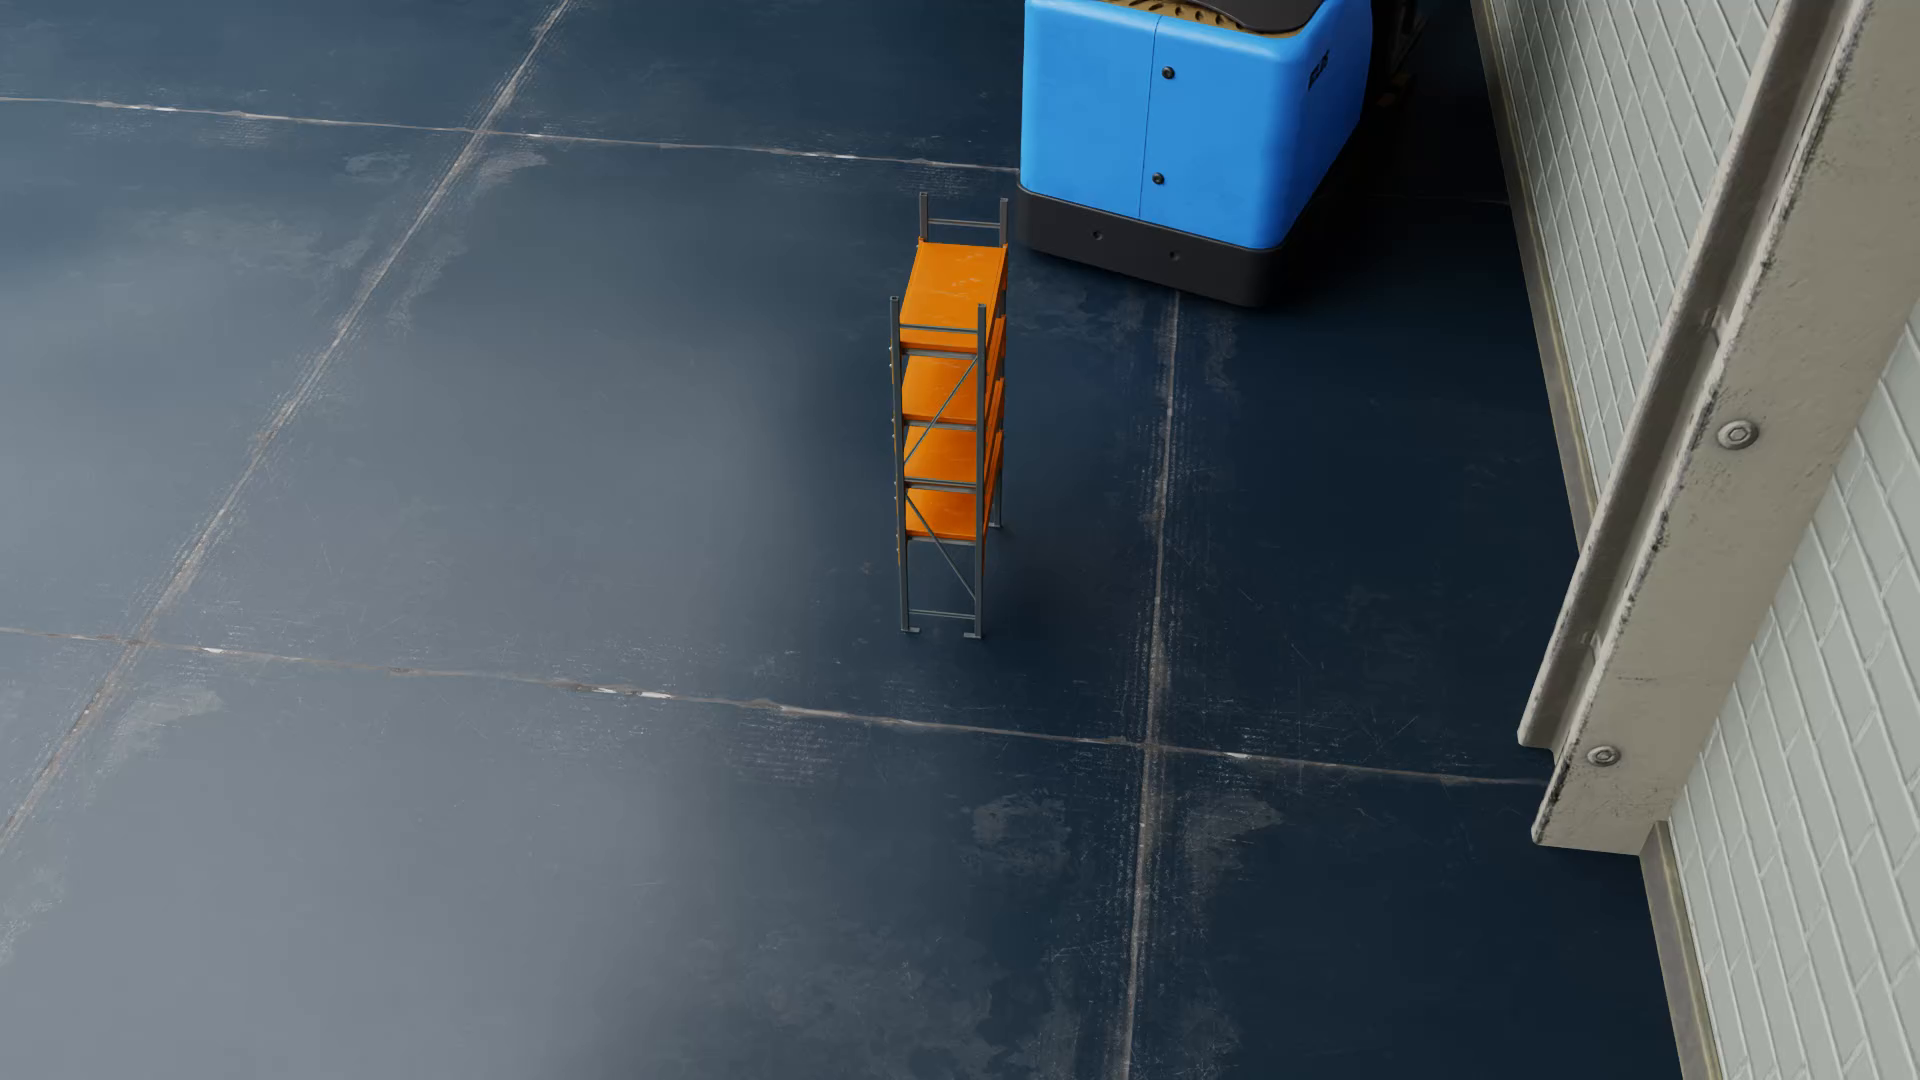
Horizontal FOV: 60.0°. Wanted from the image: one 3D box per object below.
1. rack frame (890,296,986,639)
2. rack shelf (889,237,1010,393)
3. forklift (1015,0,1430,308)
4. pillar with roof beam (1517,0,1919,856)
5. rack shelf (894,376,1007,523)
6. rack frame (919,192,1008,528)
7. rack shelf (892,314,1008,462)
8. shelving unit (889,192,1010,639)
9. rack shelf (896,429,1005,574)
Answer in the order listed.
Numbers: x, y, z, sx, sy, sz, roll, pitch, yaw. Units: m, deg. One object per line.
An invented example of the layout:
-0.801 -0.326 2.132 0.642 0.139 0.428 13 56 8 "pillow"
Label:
-0.054 -0.157 4.543 0.240 1.200 0.015 5 44 6 "rack frame"
-0.022 -0.608 4.448 0.258 0.148 0.480 5 44 6 "rack shelf"
1.315 -2.923 6.205 1.130 2.935 3.031 19 47 19 "forklift"
-2.570 -2.976 1.848 9.100 9.000 0.400 5 44 6 "pillar with roof beam"
-0.022 -0.274 4.765 0.258 0.148 0.480 5 44 6 "rack shelf"
0.010 -0.489 4.894 0.240 1.200 0.015 5 44 6 "rack frame"
-0.022 -0.436 4.611 0.258 0.148 0.480 5 44 6 "rack shelf"
-0.022 -0.323 4.718 0.258 1.200 0.503 5 44 6 "shelving unit"
-0.022 -0.130 4.901 0.258 0.148 0.480 5 44 6 "rack shelf"
